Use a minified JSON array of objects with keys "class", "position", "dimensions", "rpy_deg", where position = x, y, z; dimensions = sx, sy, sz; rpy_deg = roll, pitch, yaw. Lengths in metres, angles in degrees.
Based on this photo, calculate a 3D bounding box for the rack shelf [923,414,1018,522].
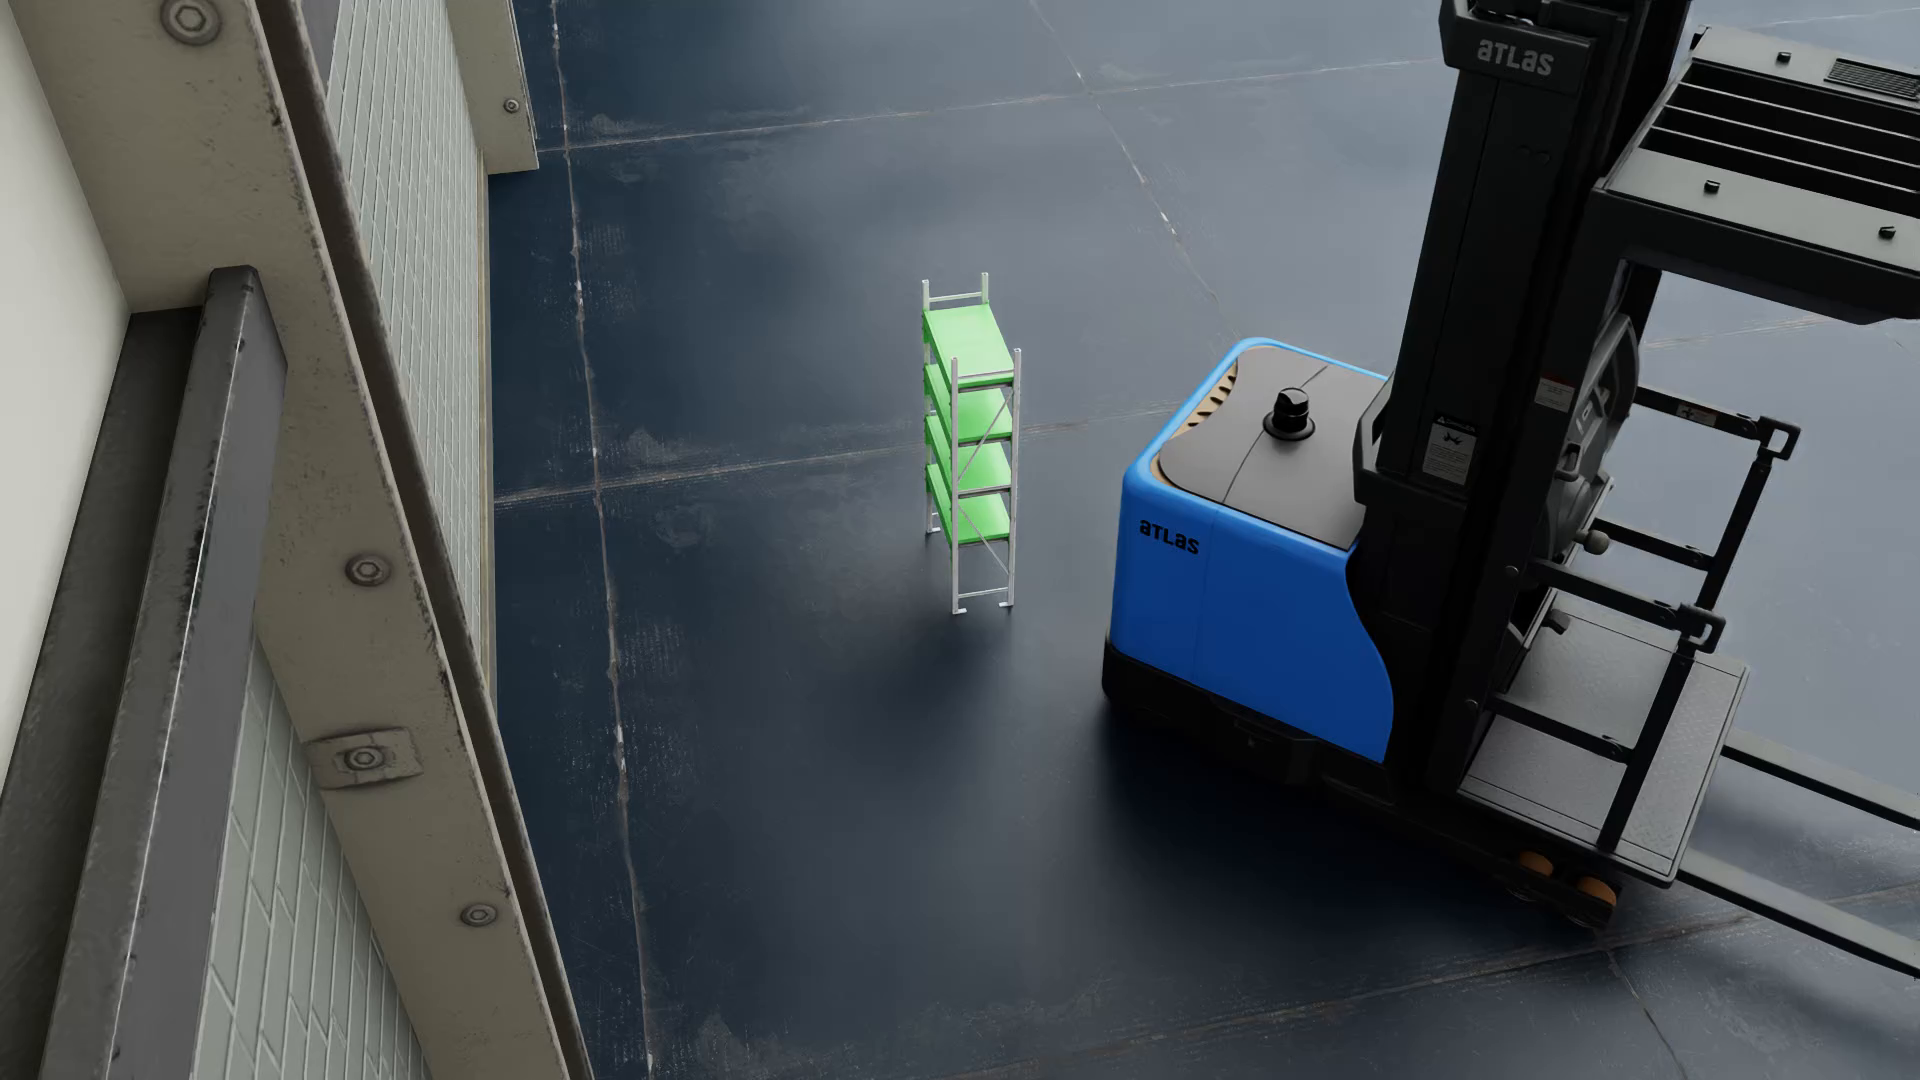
[{"class":"rack shelf","position":[0.036,-0.294,6.273],"dimensions":[0.258,0.148,0.480],"rpy_deg":[-8,42,-9]}]

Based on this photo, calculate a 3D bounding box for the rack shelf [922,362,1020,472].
[{"class":"rack shelf","position":[0.036,-0.473,6.114],"dimensions":[0.258,0.148,0.480],"rpy_deg":[-8,42,-9]}]

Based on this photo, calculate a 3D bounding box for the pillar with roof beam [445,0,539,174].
[{"class":"pillar with roof beam","position":[1.726,-6.100,6.843],"dimensions":[9.100,9.000,0.400],"rpy_deg":[-8,42,-9]}]

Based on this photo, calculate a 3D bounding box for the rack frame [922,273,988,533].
[{"class":"rack frame","position":[-0.017,-0.500,6.409],"dimensions":[0.240,1.200,0.015],"rpy_deg":[-8,42,-9]}]

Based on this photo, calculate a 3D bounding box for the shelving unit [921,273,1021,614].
[{"class":"shelving unit","position":[0.036,-0.341,6.231],"dimensions":[0.258,1.200,0.503],"rpy_deg":[-8,42,-9]}]

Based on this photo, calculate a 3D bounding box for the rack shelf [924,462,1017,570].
[{"class":"rack shelf","position":[0.036,-0.114,6.433],"dimensions":[0.258,0.148,0.480],"rpy_deg":[-8,42,-9]}]

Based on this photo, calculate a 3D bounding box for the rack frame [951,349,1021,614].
[{"class":"rack frame","position":[0.088,-0.183,6.053],"dimensions":[0.240,1.200,0.015],"rpy_deg":[-8,42,-9]}]

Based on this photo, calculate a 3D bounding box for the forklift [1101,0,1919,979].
[{"class":"forklift","position":[2.038,-0.258,4.833],"dimensions":[3.031,2.935,1.130],"rpy_deg":[22,46,23]}]

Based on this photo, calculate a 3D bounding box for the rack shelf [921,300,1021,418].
[{"class":"rack shelf","position":[0.036,-0.653,5.955],"dimensions":[0.258,0.148,0.480],"rpy_deg":[-8,42,-9]}]
